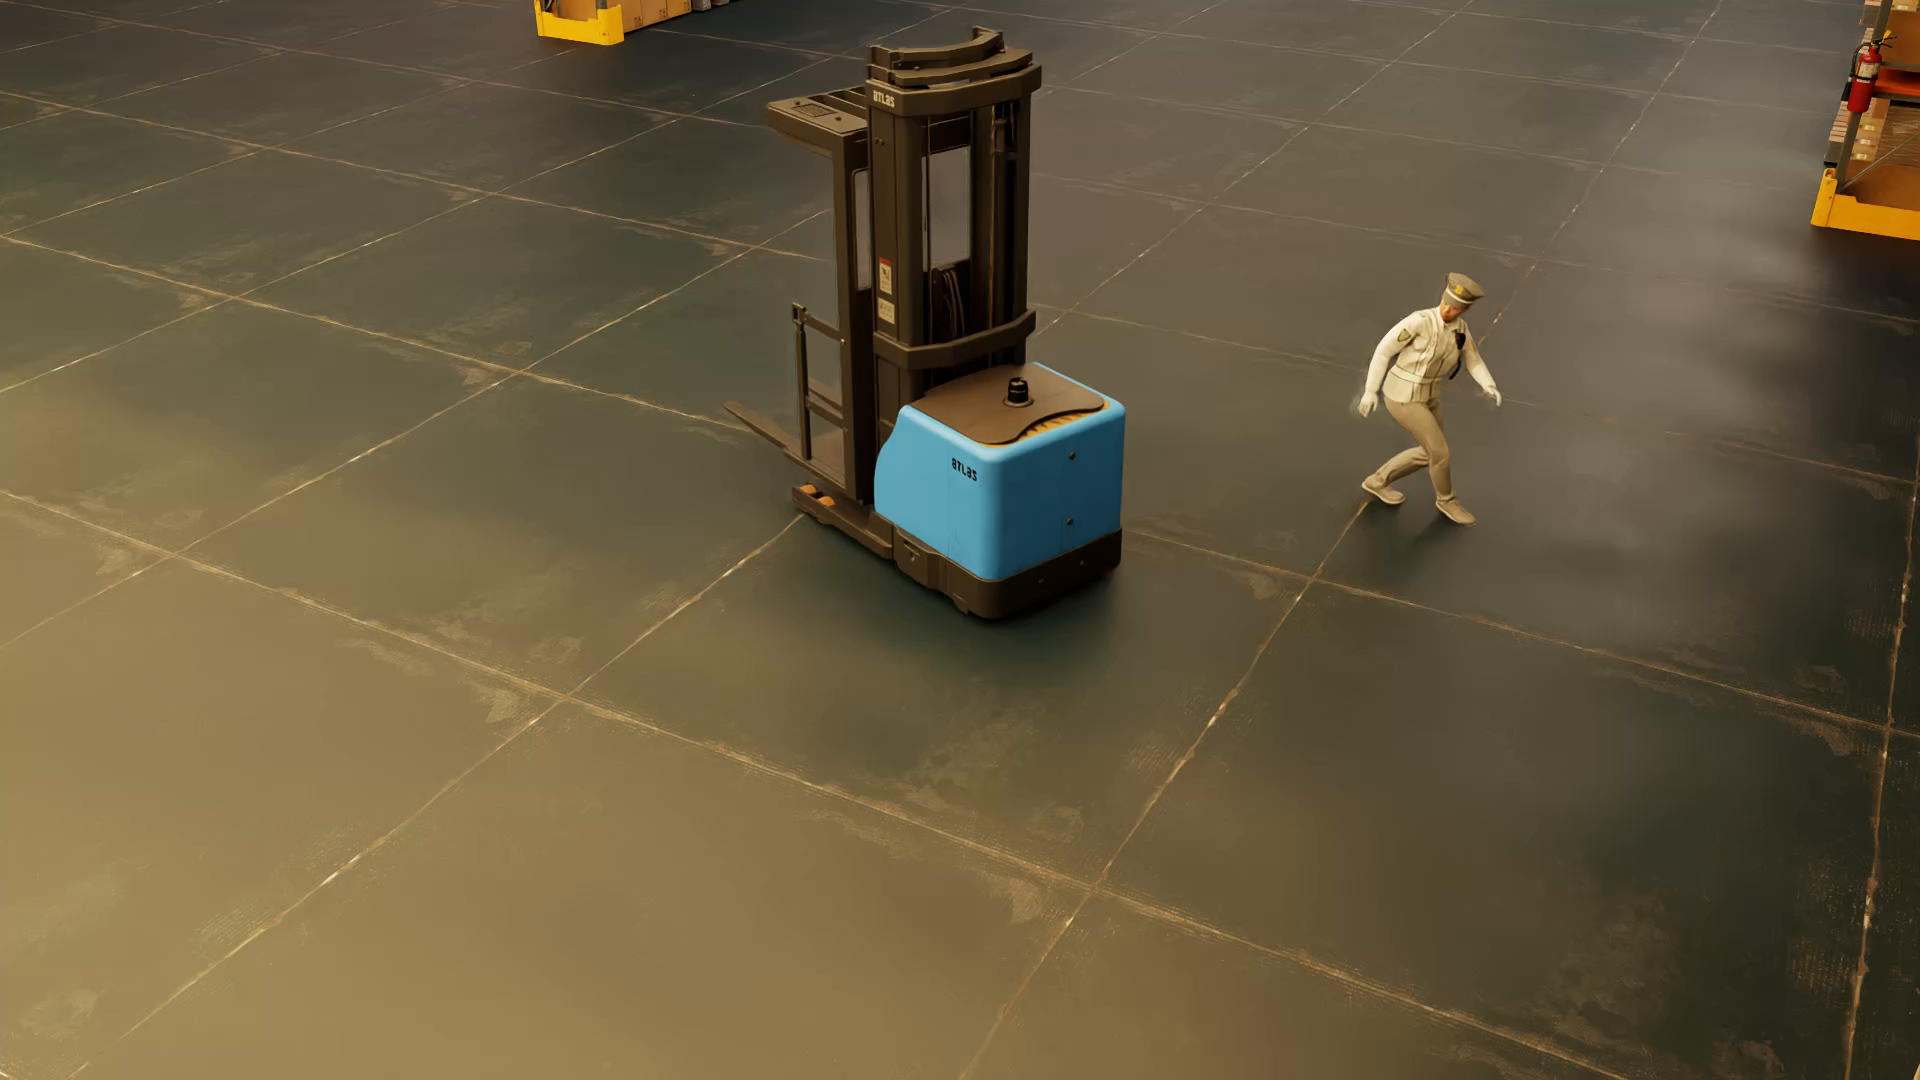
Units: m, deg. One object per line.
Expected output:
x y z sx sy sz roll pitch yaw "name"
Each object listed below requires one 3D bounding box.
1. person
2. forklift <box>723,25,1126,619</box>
2.798 -0.799 9.870 0.767 1.563 0.742 26 39 37 "person"
-0.382 -1.507 9.682 1.130 2.935 3.031 -22 37 -33 "forklift"
